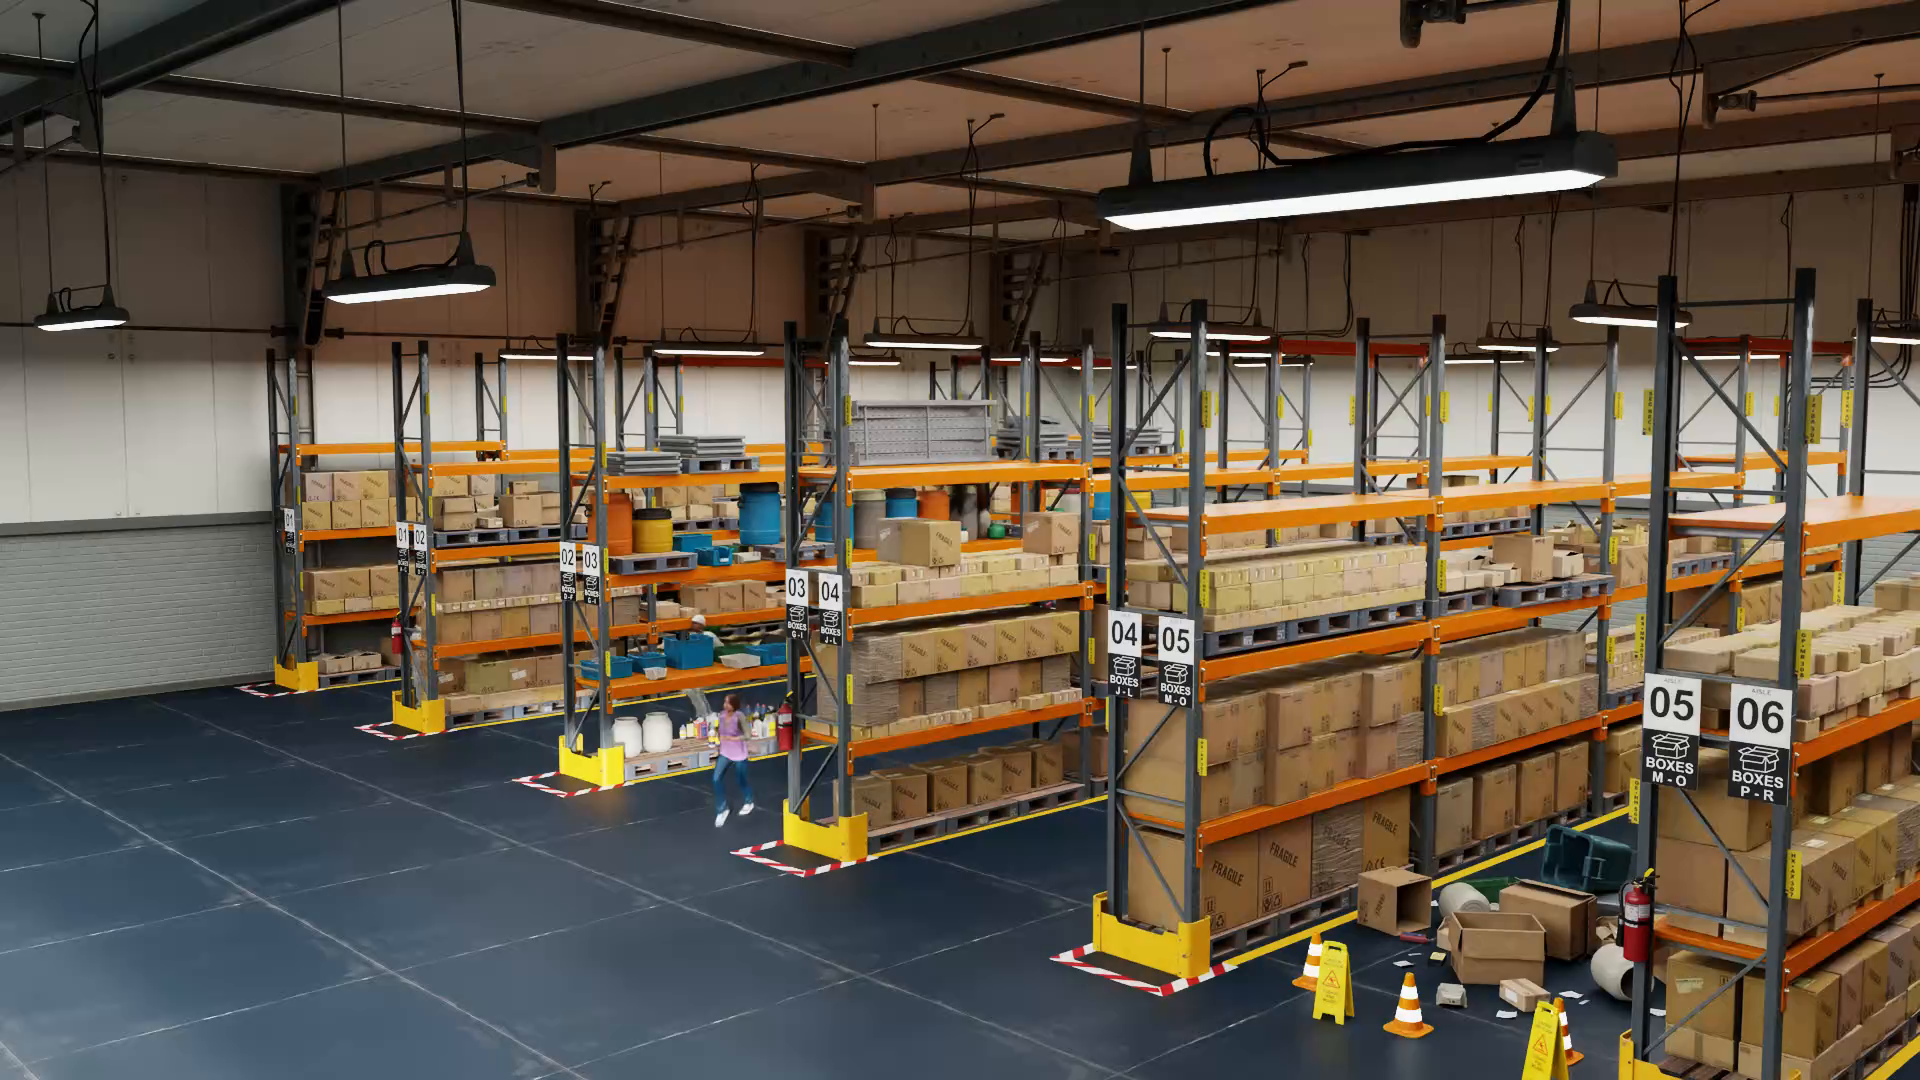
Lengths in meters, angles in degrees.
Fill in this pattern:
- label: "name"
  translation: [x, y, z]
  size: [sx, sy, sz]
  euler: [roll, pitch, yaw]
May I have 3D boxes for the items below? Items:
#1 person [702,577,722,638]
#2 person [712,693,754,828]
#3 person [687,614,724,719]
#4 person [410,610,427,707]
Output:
- label: "person"
  translation: [-4.850, 1.454, 32.780]
  size: [0.654, 1.749, 0.583]
  euler: [4, 6, 39]
- label: "person"
  translation: [-2.702, 2.643, 20.105]
  size: [0.516, 1.617, 0.753]
  euler: [2, 5, 22]
- label: "person"
  translation: [-4.076, 2.047, 25.898]
  size: [0.682, 1.776, 0.666]
  euler: [4, 7, 42]
- label: "person"
  translation: [-8.883, 1.961, 27.686]
  size: [0.610, 1.629, 0.613]
  euler: [4, 6, 35]
